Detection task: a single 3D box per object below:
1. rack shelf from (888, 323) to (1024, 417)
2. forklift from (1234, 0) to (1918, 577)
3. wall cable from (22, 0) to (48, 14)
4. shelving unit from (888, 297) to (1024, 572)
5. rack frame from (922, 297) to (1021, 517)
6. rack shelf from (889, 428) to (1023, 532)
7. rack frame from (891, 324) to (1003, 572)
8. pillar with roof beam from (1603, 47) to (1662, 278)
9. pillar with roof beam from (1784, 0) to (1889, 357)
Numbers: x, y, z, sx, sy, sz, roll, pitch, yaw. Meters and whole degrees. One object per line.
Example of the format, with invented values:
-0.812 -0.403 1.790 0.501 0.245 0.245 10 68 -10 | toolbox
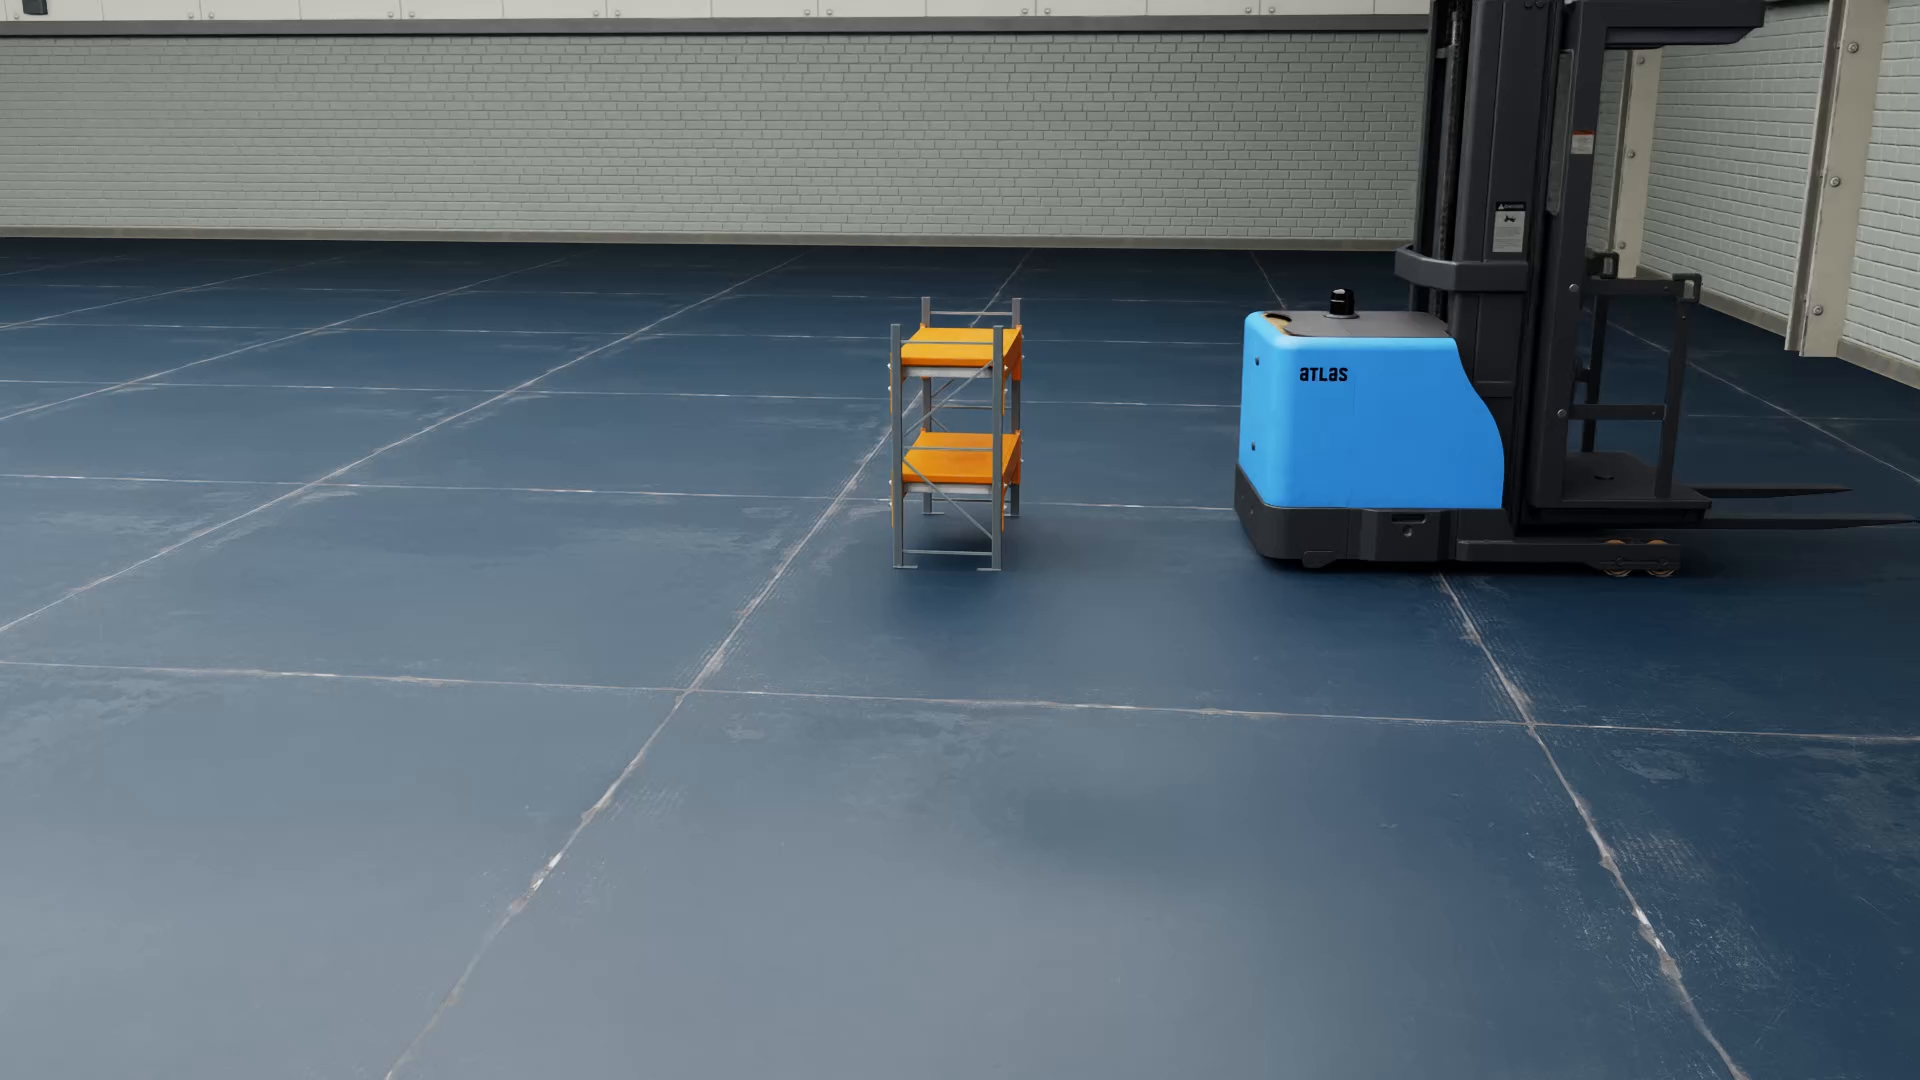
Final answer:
-0.001 -0.824 7.932 0.538 0.278 1.000 2 15 6 | rack shelf
2.904 -1.387 7.676 3.031 2.935 1.130 0 15 1 | forklift
-12.388 -10.481 23.169 2.305 6.003 0.169 2 15 6 | wall cable
-0.001 -0.541 8.009 0.538 1.125 1.048 2 15 6 | shelving unit
0.057 -0.673 8.496 0.500 1.125 0.032 2 15 6 | rack frame
-0.001 -0.305 8.073 0.538 0.278 1.000 2 15 6 | rack shelf
-0.058 -0.409 7.521 0.500 1.125 0.032 2 15 6 | rack frame
3.556 -7.597 19.018 9.100 9.000 0.400 2 15 6 | pillar with roof beam
2.878 -6.041 13.263 9.100 9.000 0.400 2 15 6 | pillar with roof beam
